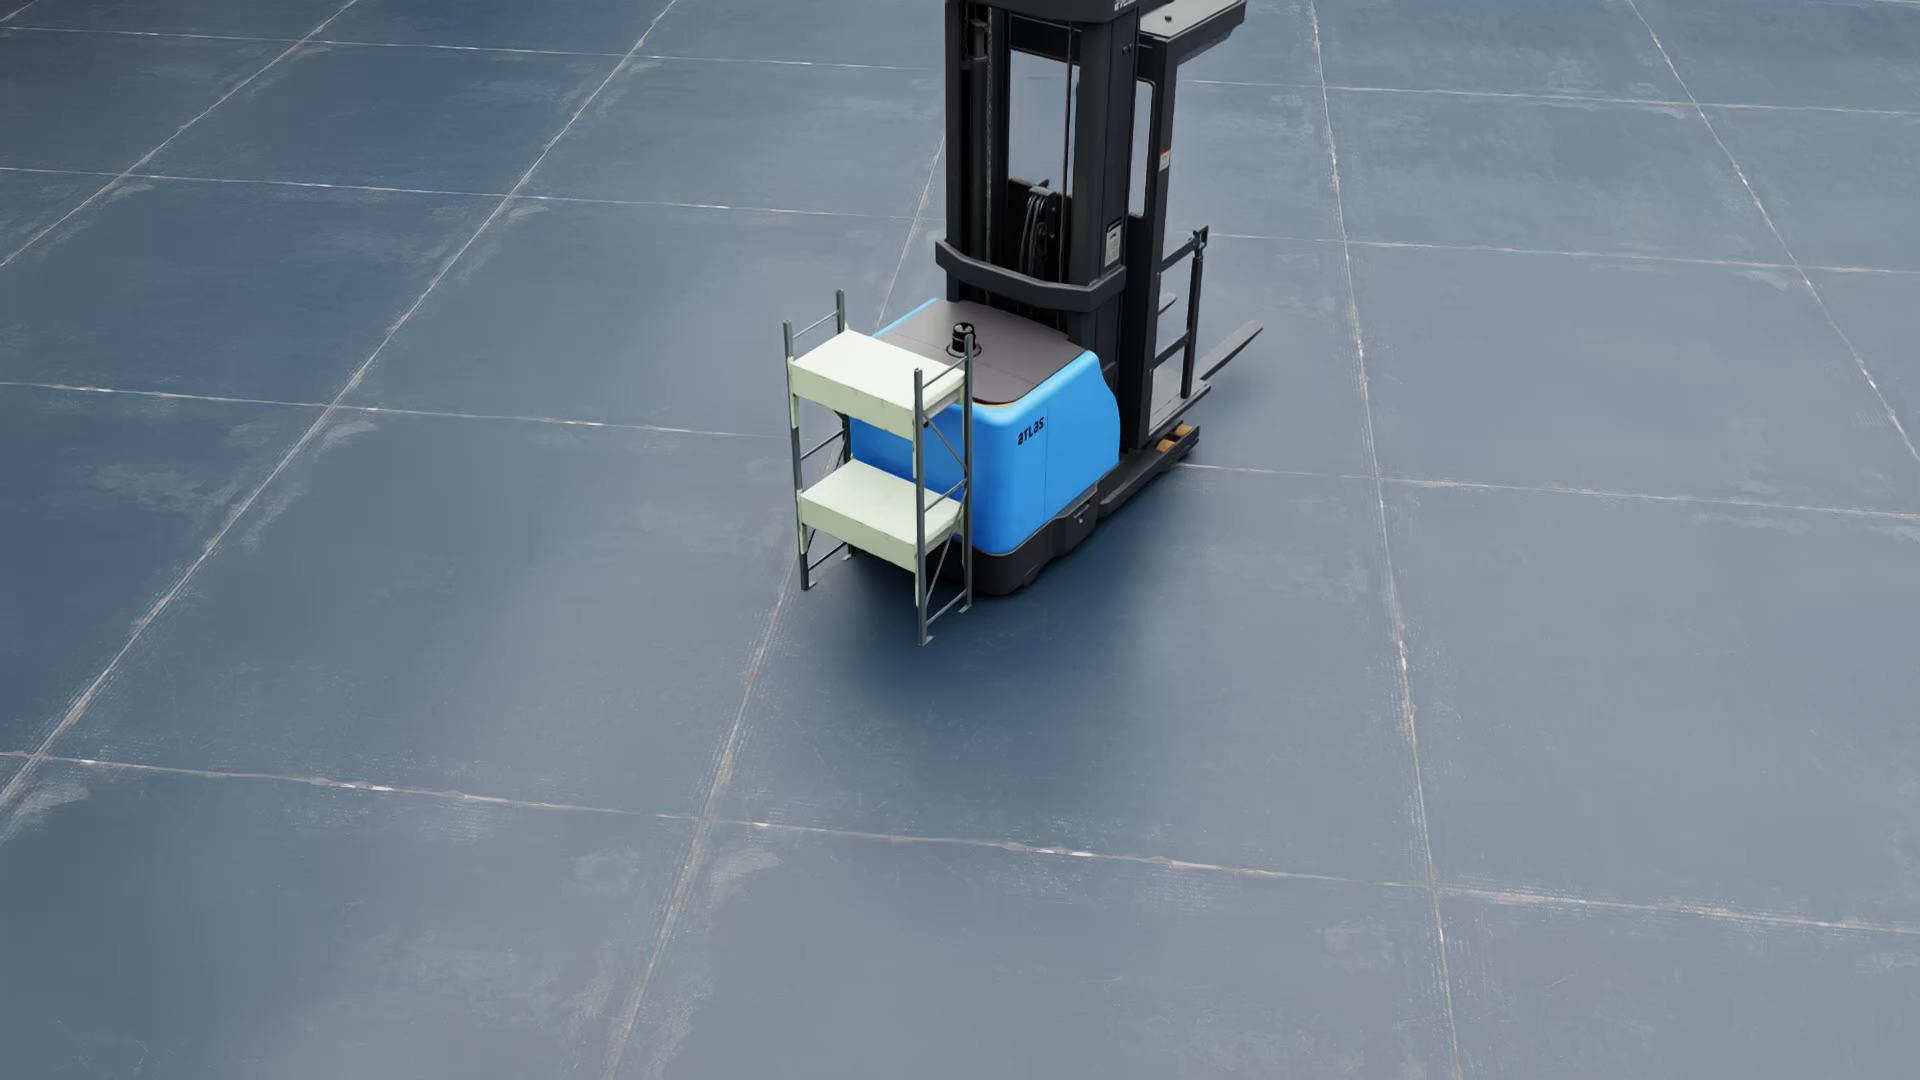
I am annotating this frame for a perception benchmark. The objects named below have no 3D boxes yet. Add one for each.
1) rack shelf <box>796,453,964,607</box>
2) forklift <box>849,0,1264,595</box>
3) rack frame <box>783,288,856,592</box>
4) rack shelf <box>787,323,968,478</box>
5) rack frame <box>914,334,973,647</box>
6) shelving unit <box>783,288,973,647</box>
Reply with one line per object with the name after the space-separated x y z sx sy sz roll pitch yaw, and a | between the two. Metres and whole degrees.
-0.365 -0.059 7.959 0.720 0.370 0.431 23 42 29 | rack shelf
0.678 -1.730 8.509 1.130 2.935 3.031 23 42 29 | forklift
-0.660 -0.450 7.946 0.023 1.500 0.400 23 42 29 | rack frame
-0.365 -0.642 7.543 0.720 0.370 0.431 23 42 29 | rack shelf
-0.070 -0.198 7.594 0.023 1.500 0.400 23 42 29 | rack frame
-0.365 -0.324 7.770 0.755 1.500 0.431 23 42 29 | shelving unit
